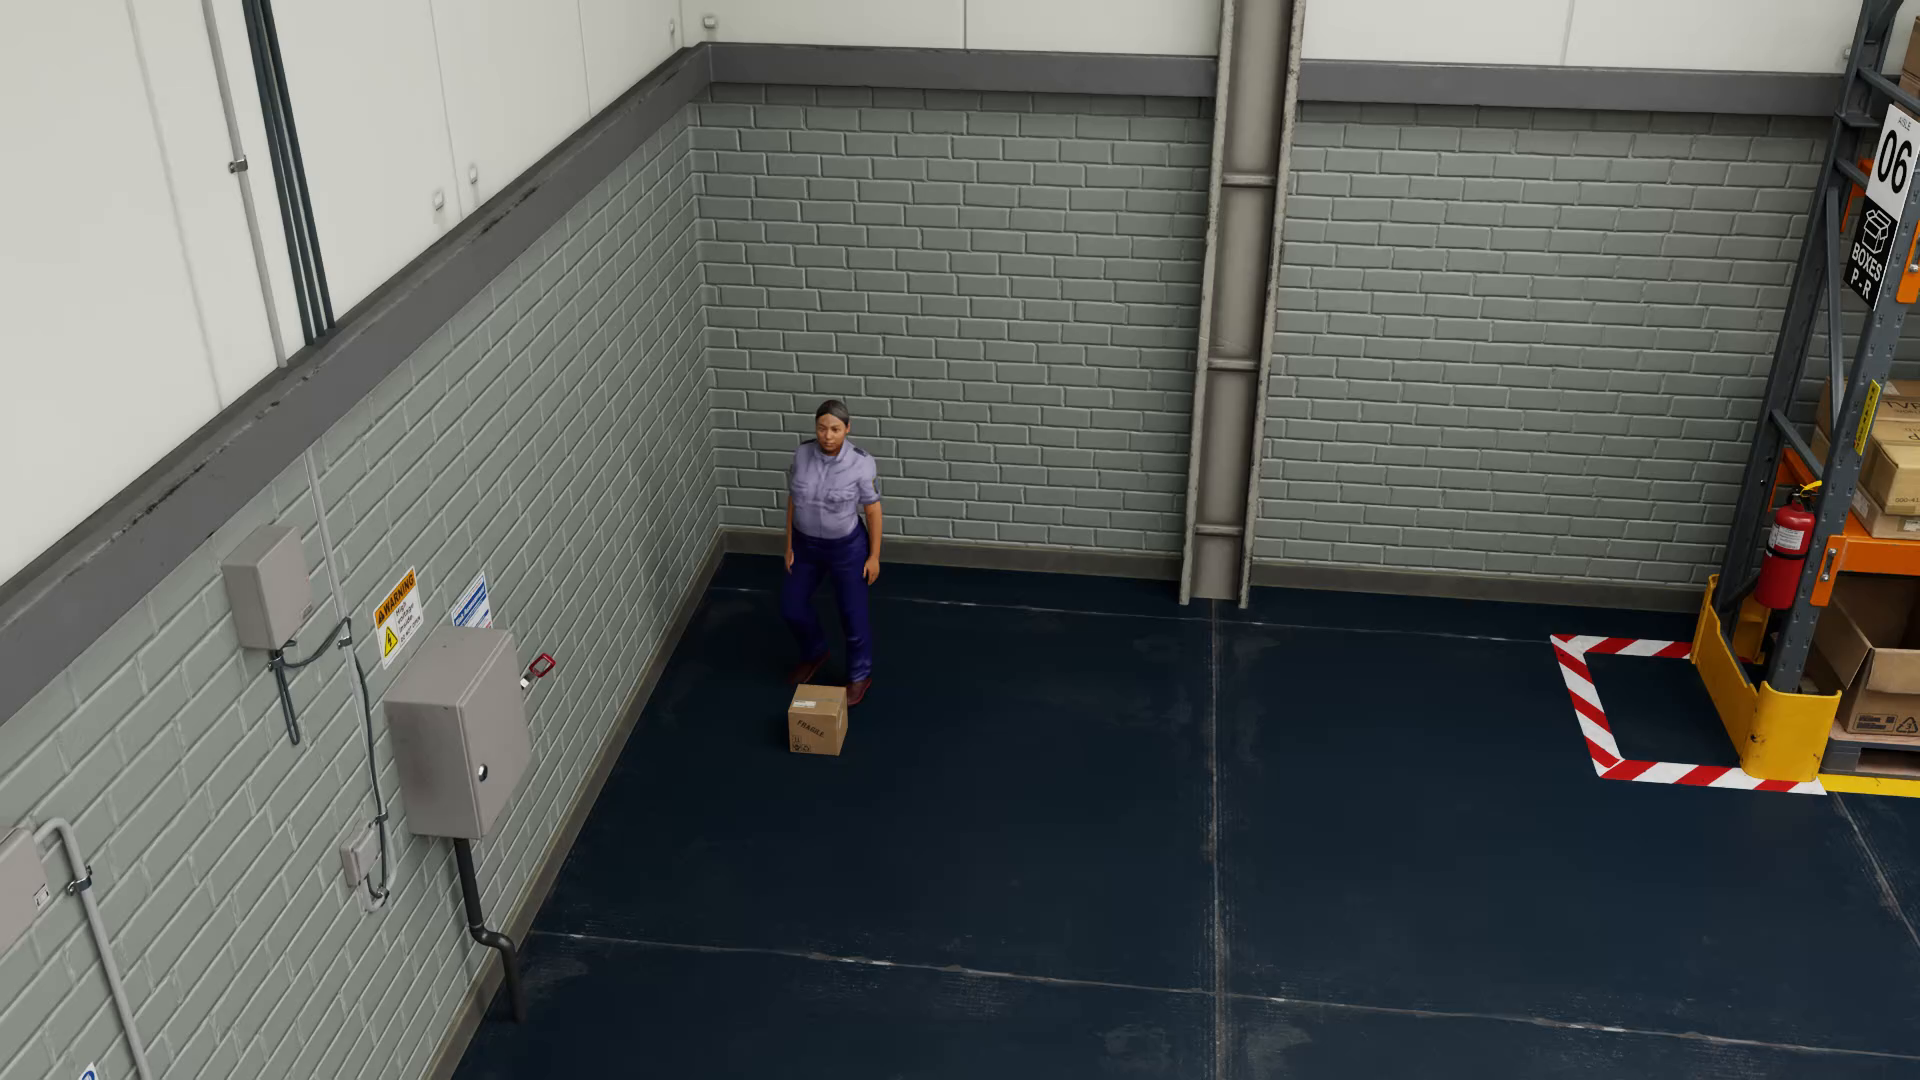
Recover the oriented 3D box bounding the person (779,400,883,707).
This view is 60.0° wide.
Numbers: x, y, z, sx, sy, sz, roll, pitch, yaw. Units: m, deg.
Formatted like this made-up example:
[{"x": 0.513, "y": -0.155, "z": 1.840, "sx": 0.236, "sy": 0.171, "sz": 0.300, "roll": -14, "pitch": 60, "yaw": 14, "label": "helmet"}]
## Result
[{"x": -0.674, "y": 0.075, "z": 8.512, "sx": 0.559, "sy": 1.695, "sz": 0.385, "roll": 10, "pitch": 30, "yaw": 17, "label": "person"}]
